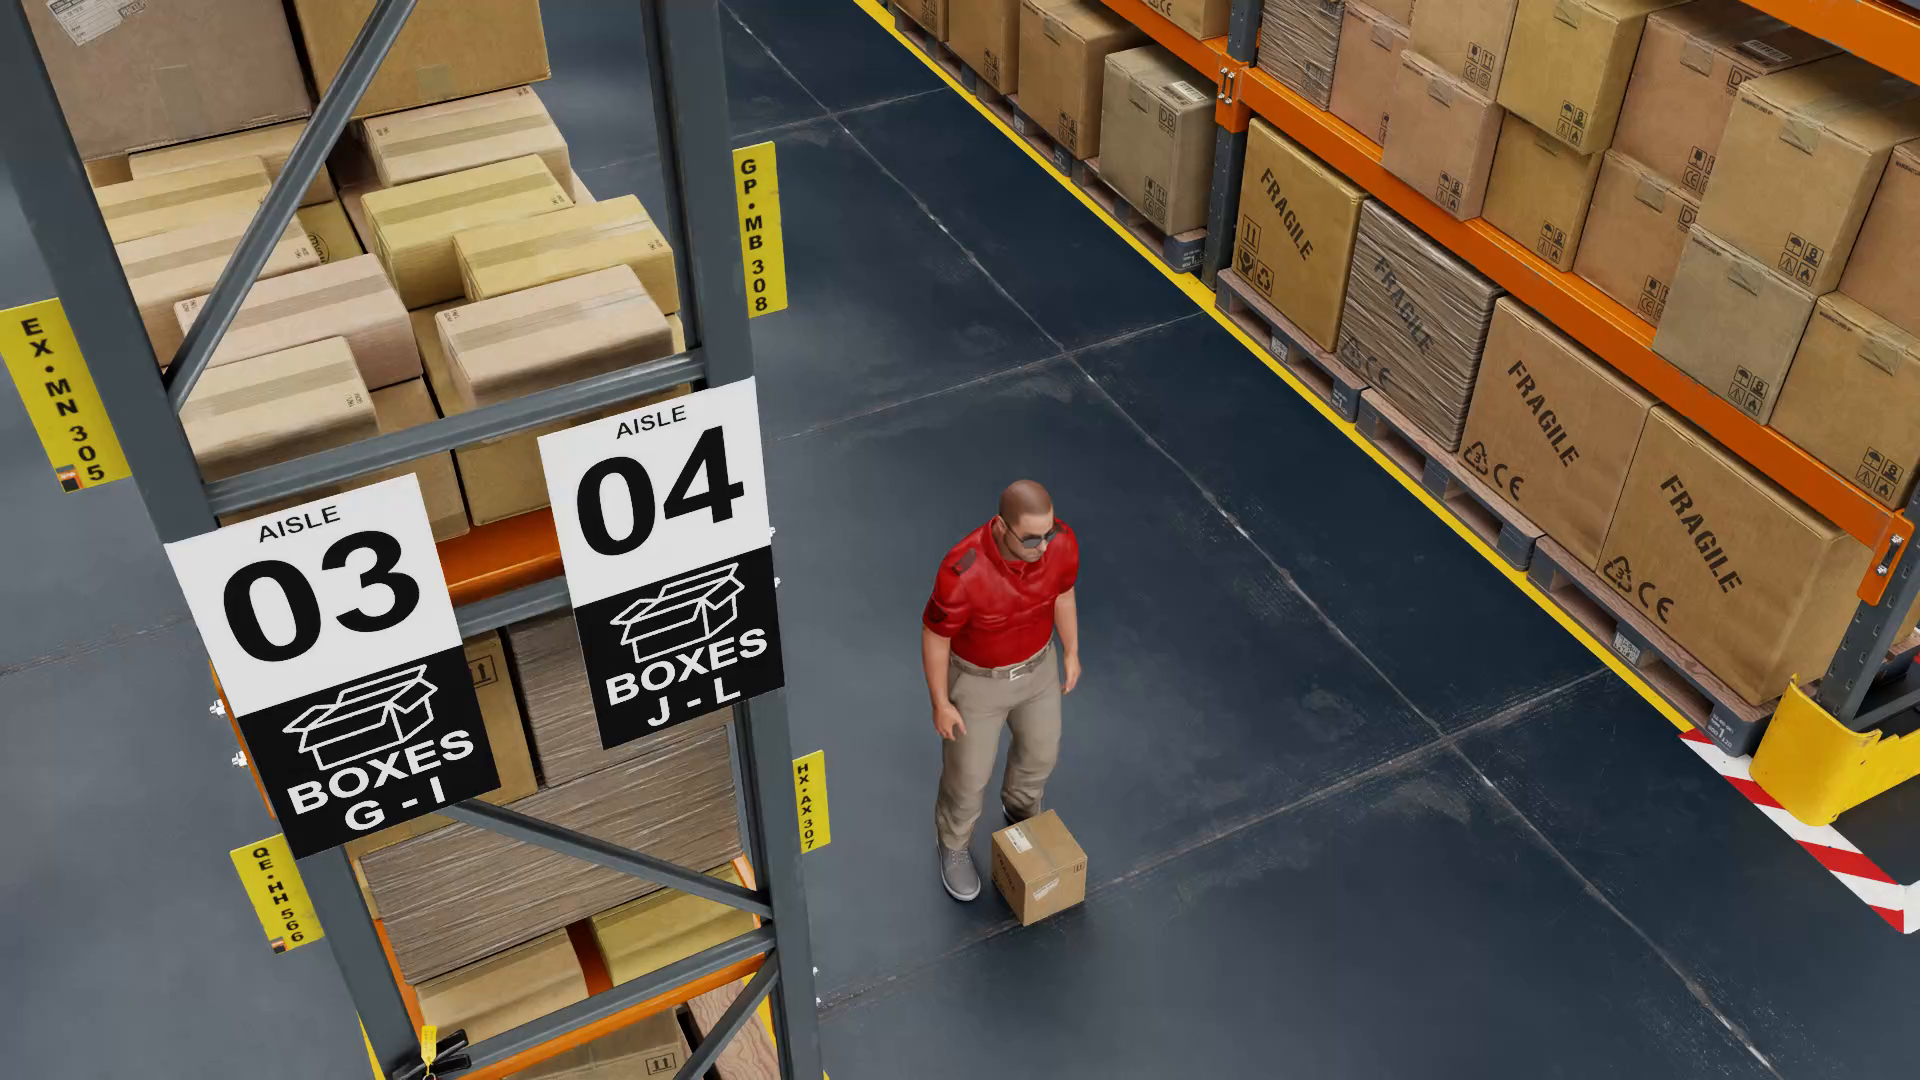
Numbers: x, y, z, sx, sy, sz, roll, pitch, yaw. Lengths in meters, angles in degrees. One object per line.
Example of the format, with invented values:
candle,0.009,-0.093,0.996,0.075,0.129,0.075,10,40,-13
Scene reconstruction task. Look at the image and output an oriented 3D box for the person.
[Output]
person,0.151,0.467,5.632,0.588,1.726,0.390,-21,45,-22
